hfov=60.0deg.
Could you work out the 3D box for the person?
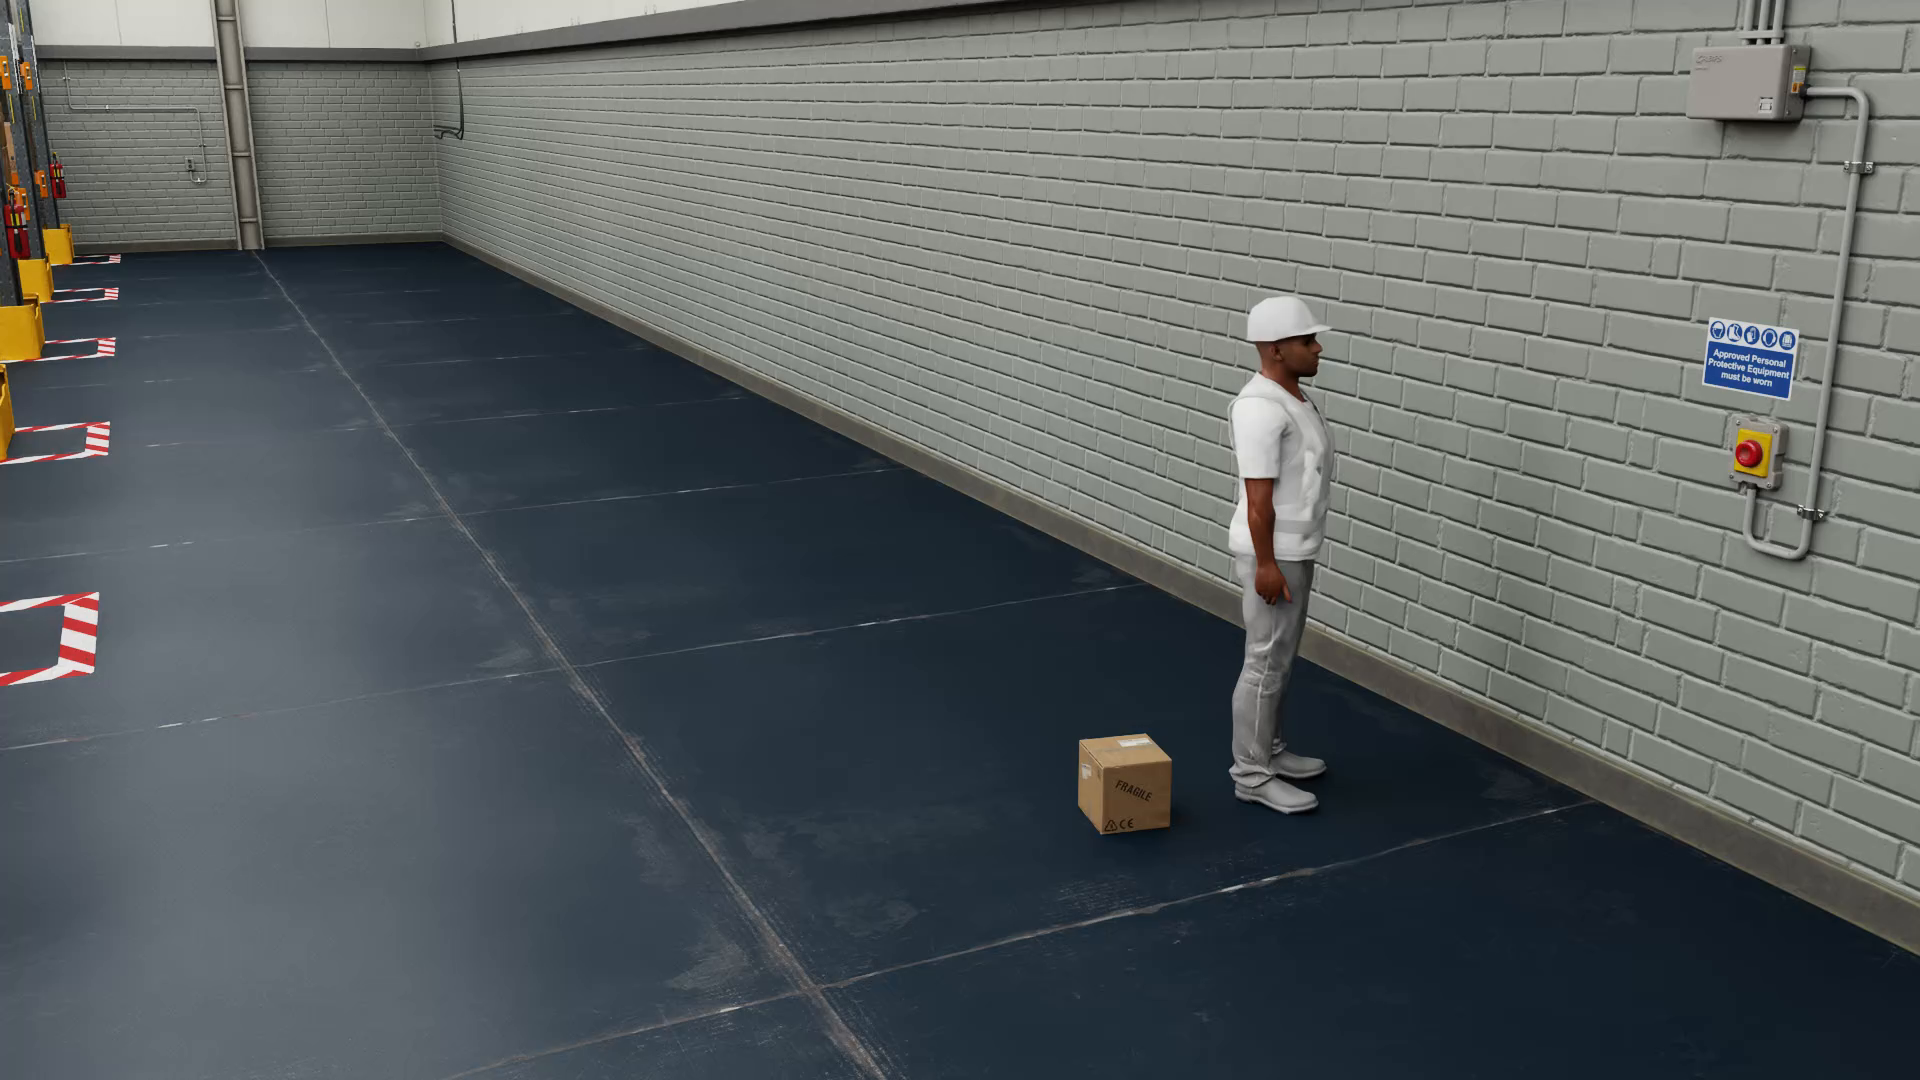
[{"bbox_3d":[1.132,0.036,5.836,0.385,1.770,0.545,5,16,17],"label":"person"}]
